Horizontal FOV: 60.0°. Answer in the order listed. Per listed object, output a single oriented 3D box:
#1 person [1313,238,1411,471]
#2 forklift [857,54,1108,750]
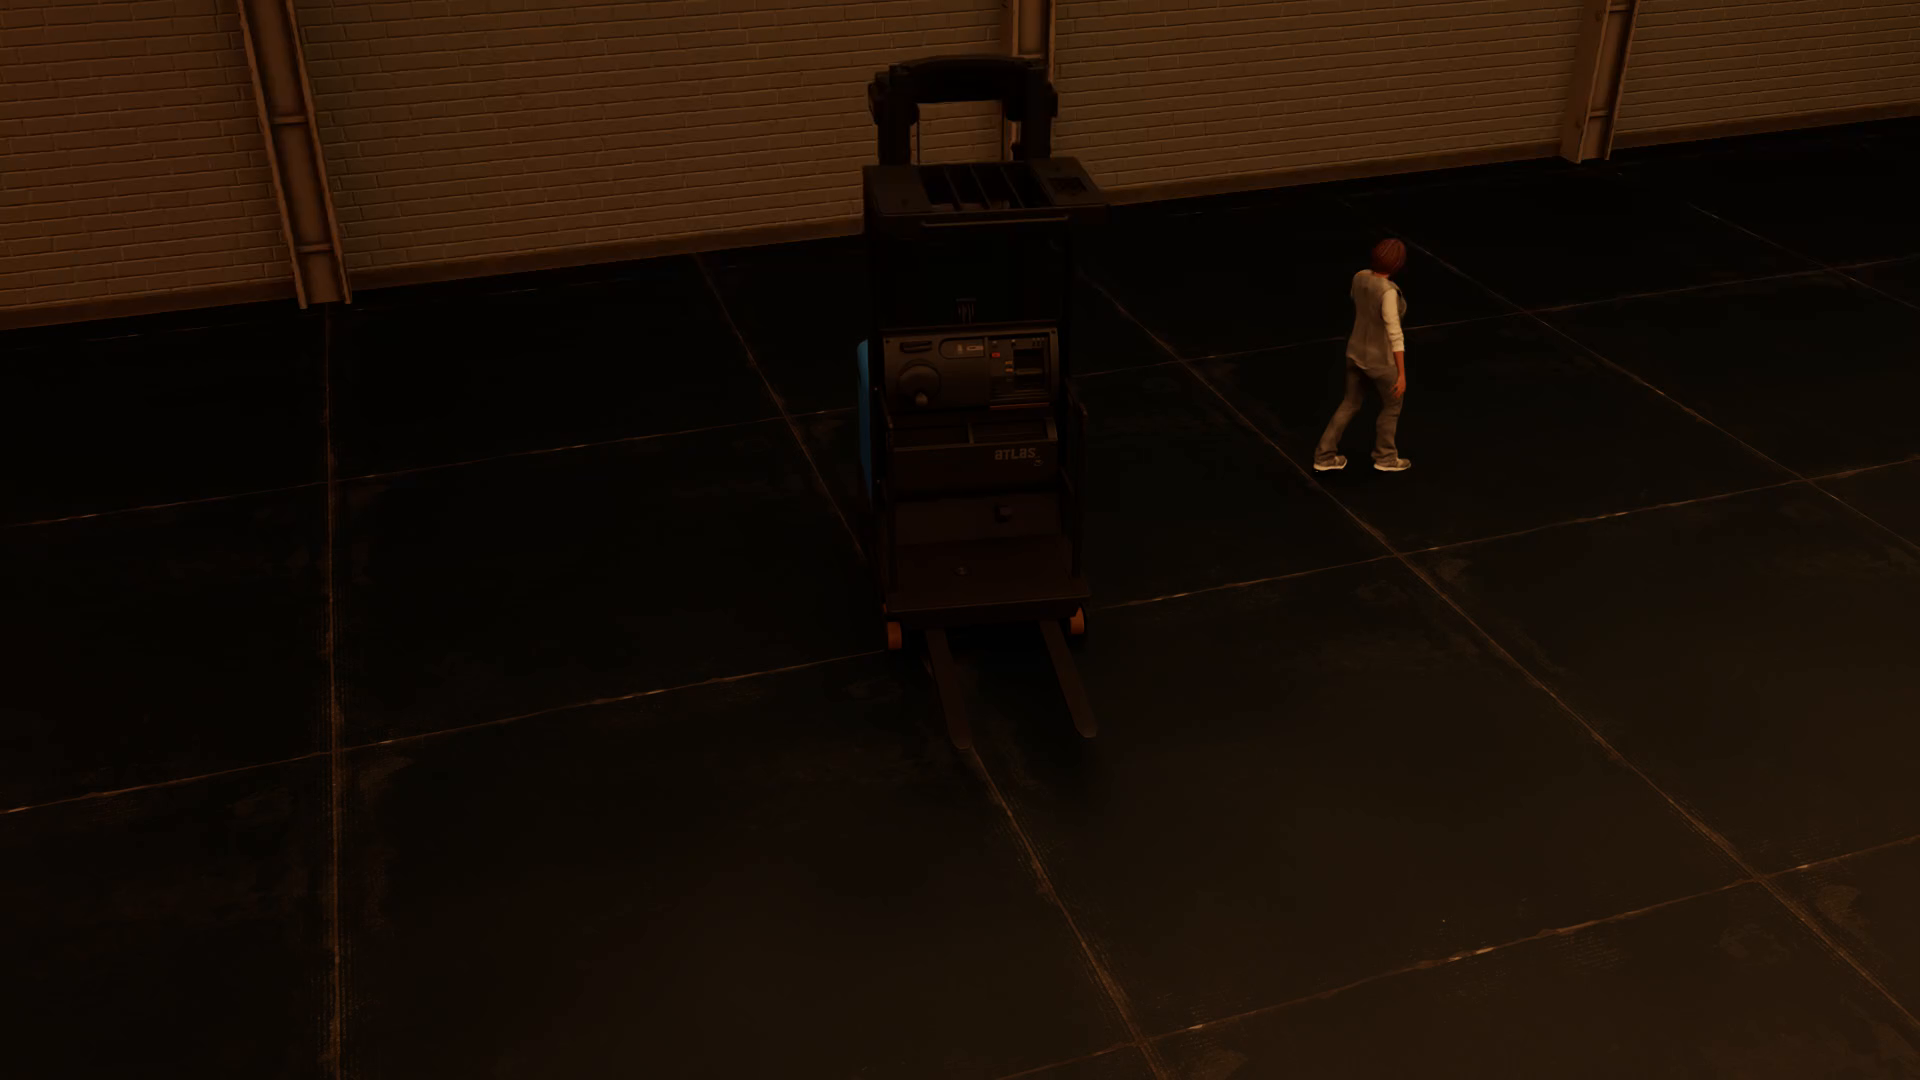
[{"bbox_3d":[2.632,-1.126,10.425,0.710,1.579,0.822,-14,33,-23],"label":"person"},{"bbox_3d":[0.095,-0.860,8.582,1.130,2.935,3.031,-4,30,-7],"label":"forklift"}]
